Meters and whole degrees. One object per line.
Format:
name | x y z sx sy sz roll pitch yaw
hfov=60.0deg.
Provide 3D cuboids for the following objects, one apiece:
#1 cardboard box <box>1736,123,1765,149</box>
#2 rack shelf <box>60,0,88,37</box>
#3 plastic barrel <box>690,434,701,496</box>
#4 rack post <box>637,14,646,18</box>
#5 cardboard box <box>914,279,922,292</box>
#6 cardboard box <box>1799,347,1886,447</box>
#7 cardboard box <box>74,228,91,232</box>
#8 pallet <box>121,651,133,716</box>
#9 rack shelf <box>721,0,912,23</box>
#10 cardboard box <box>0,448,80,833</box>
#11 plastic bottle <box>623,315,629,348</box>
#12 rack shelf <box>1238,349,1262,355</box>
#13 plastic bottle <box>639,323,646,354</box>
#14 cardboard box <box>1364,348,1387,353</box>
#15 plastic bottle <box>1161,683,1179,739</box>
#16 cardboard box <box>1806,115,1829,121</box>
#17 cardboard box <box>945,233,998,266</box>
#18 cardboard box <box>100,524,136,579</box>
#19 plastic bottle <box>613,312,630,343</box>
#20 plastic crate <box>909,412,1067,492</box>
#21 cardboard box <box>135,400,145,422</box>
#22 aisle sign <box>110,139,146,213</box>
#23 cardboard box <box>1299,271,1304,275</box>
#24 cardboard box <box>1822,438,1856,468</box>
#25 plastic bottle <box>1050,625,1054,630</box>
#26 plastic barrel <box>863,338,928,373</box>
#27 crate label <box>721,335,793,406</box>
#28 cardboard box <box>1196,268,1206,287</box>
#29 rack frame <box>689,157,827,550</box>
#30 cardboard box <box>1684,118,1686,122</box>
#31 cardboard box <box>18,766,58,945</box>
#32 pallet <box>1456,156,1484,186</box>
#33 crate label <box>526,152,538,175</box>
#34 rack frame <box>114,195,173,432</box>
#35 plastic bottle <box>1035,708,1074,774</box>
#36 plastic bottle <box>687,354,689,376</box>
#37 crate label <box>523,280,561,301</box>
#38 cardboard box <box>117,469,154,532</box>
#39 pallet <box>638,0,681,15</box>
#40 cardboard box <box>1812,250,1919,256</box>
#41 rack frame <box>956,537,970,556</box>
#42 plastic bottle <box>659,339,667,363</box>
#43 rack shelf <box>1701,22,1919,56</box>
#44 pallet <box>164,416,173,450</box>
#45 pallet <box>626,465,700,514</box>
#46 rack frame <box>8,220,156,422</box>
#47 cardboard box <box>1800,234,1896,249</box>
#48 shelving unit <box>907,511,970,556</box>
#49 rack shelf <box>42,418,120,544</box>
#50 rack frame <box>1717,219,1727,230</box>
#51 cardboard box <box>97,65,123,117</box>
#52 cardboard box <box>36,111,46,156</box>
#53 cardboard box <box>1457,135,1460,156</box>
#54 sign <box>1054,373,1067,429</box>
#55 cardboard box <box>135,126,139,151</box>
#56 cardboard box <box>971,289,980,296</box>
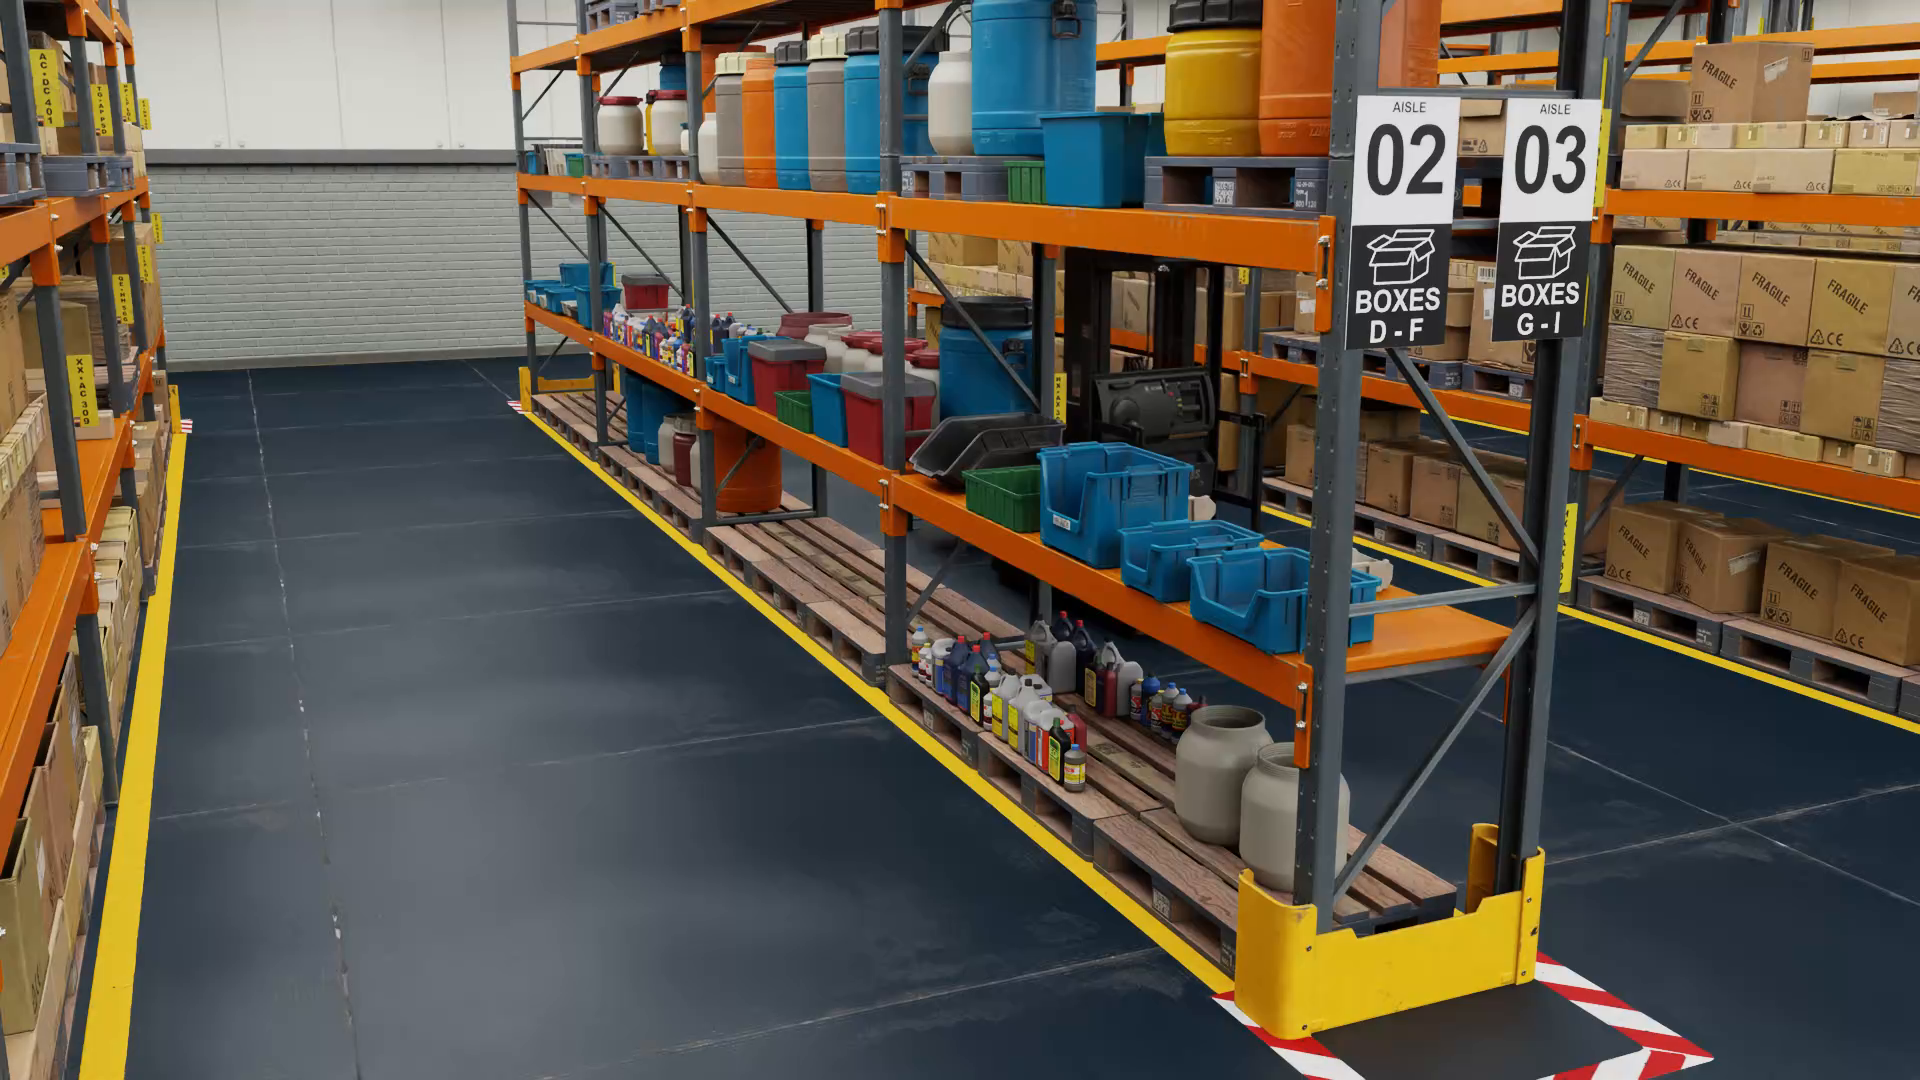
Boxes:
cardboard box | 4.837 -2.393 9.851 0.380 0.149 0.250 -5 14 -21
rack shelf | -5.286 -2.955 8.664 1.077 0.370 4.000 -6 14 -23
plastic barrel | -2.067 -0.638 14.062 0.421 0.512 0.421 0 13 0
rack post | -2.222 -4.537 14.123 0.937 0.300 0.954 -4 14 -17
cardboard box | -0.374 -3.312 21.586 0.380 0.149 0.250 -5 14 -22
cardboard box | 5.340 -0.846 9.491 0.875 0.500 0.500 -6 14 -23
cardboard box | -8.944 -2.853 16.606 0.500 0.500 0.500 -5 14 -22
pallet | -5.308 0.793 9.476 1.003 0.211 1.213 -6 14 -23
rack shelf | -0.746 -3.472 10.578 0.831 0.071 3.687 -6 14 -23
cardboard box | -3.706 0.407 6.271 0.514 1.489 0.514 -5 14 -21
plastic bottle | -3.038 -1.909 15.227 0.061 0.283 0.133 -6 14 -23
rack shelf | 2.190 -2.043 16.707 0.919 0.124 3.809 -6 14 -23
plastic bottle | -2.789 -1.786 14.718 0.097 0.271 0.097 0 13 0
cardboard box | 3.452 -1.650 13.246 0.500 0.250 0.500 -6 14 -25
plastic bottle | 1.039 0.836 8.181 0.097 0.271 0.097 0 13 0
cardboard box | 10.556 -5.113 21.004 0.500 0.500 0.500 -6 14 -24
cardboard box | 0.145 -3.642 20.462 0.500 0.500 0.500 -6 14 -24
cardboard box | -5.438 0.063 10.366 0.500 0.311 0.500 -6 14 -24
plastic bottle | -3.167 -1.998 15.625 0.152 0.276 0.135 -6 14 -23
plastic crate | 0.148 -0.461 8.849 0.767 0.338 0.504 -6 14 -23
cardboard box | -8.447 -1.203 16.477 0.797 0.503 0.637 -6 14 -23
aisle sign | -9.039 -3.952 18.028 0.394 0.787 0.004 -6 14 -23
cardboard box | 4.721 -3.830 22.386 0.500 0.500 0.500 -5 14 -22
cardboard box | 5.159 -0.508 9.471 0.380 0.149 0.250 -6 14 -23
plastic bottle | 0.550 0.567 9.315 0.061 0.283 0.133 -5 14 -20
plastic barrel | -0.421 -1.047 10.938 0.433 0.535 0.433 0 13 0
crate label | -1.397 -1.225 11.933 0.502 0.435 0.616 -6 14 -23
cardboard box | 2.454 -2.710 15.980 0.797 0.503 0.637 -5 14 -22
rack frame | -1.547 -1.438 12.929 1.000 3.000 0.127 -6 14 -23
cardboard box | 7.176 -4.255 16.532 0.396 0.266 0.258 -6 14 -23
cardboard box | -3.308 1.095 5.489 0.500 0.500 0.500 -6 14 -23
pallet | 4.025 -2.780 12.492 1.213 0.211 1.003 -6 14 -23
crate label | -4.678 -4.260 18.800 0.408 0.251 0.502 -6 14 -23
rack frame | -9.292 -2.644 18.141 1.000 3.000 0.127 -6 14 -23
plastic bottle | 0.444 0.933 7.750 0.152 0.276 0.135 -6 14 -23
plastic bottle | -2.130 -1.411 13.256 0.097 0.201 0.097 0 13 0
crate label | -4.955 -2.957 19.734 0.416 0.233 0.303 -6 14 -23
cardboard box | -6.223 -0.215 12.215 0.500 0.500 0.500 -6 14 -25
pallet | -1.808 -4.225 12.975 1.213 0.211 1.003 -6 14 -23
cardboard box | 5.427 -1.465 9.947 0.500 0.500 0.500 -6 14 -23
rack frame | 0.201 -0.444 12.795 0.500 1.125 0.032 -6 14 -23
plastic bottle | -2.495 -1.600 14.071 0.097 0.201 0.097 0 13 0
rack shelf | 8.377 -4.276 14.372 1.077 0.370 4.000 -6 14 -23
pallet | -8.941 -1.105 17.676 1.003 0.211 1.213 -6 14 -23
pallet | -2.386 -0.490 15.019 1.003 0.211 1.213 -6 14 -23
rack frame | -7.690 -1.817 14.570 1.000 3.000 0.127 -6 14 -23
cardboard box | 8.158 -2.544 15.271 0.700 0.500 0.500 -6 14 -24
shelving unit | 11.232 -2.523 10.967 19.663 6.000 13.307 -6 14 -23
rack shelf | -0.070 -4.152 15.239 15.826 4.752 11.863 -6 14 -23
rack frame | 10.469 -3.607 22.300 1.000 3.000 0.127 -6 14 -23
cardboard box | -7.990 -4.028 15.029 0.700 0.500 0.500 -6 14 -23
cardboard box | -5.409 -2.269 9.272 0.500 0.250 0.500 -6 14 -24
cardboard box | 3.751 -2.989 12.567 0.380 0.166 0.250 -6 14 -25
sign | 0.564 -0.794 9.532 0.100 0.325 0.005 -6 14 -23
cardboard box | -8.455 -3.986 16.510 0.500 0.250 0.500 -6 14 -23
cardboard box | 0.350 -2.941 19.980 0.380 0.149 0.250 -5 14 -22
